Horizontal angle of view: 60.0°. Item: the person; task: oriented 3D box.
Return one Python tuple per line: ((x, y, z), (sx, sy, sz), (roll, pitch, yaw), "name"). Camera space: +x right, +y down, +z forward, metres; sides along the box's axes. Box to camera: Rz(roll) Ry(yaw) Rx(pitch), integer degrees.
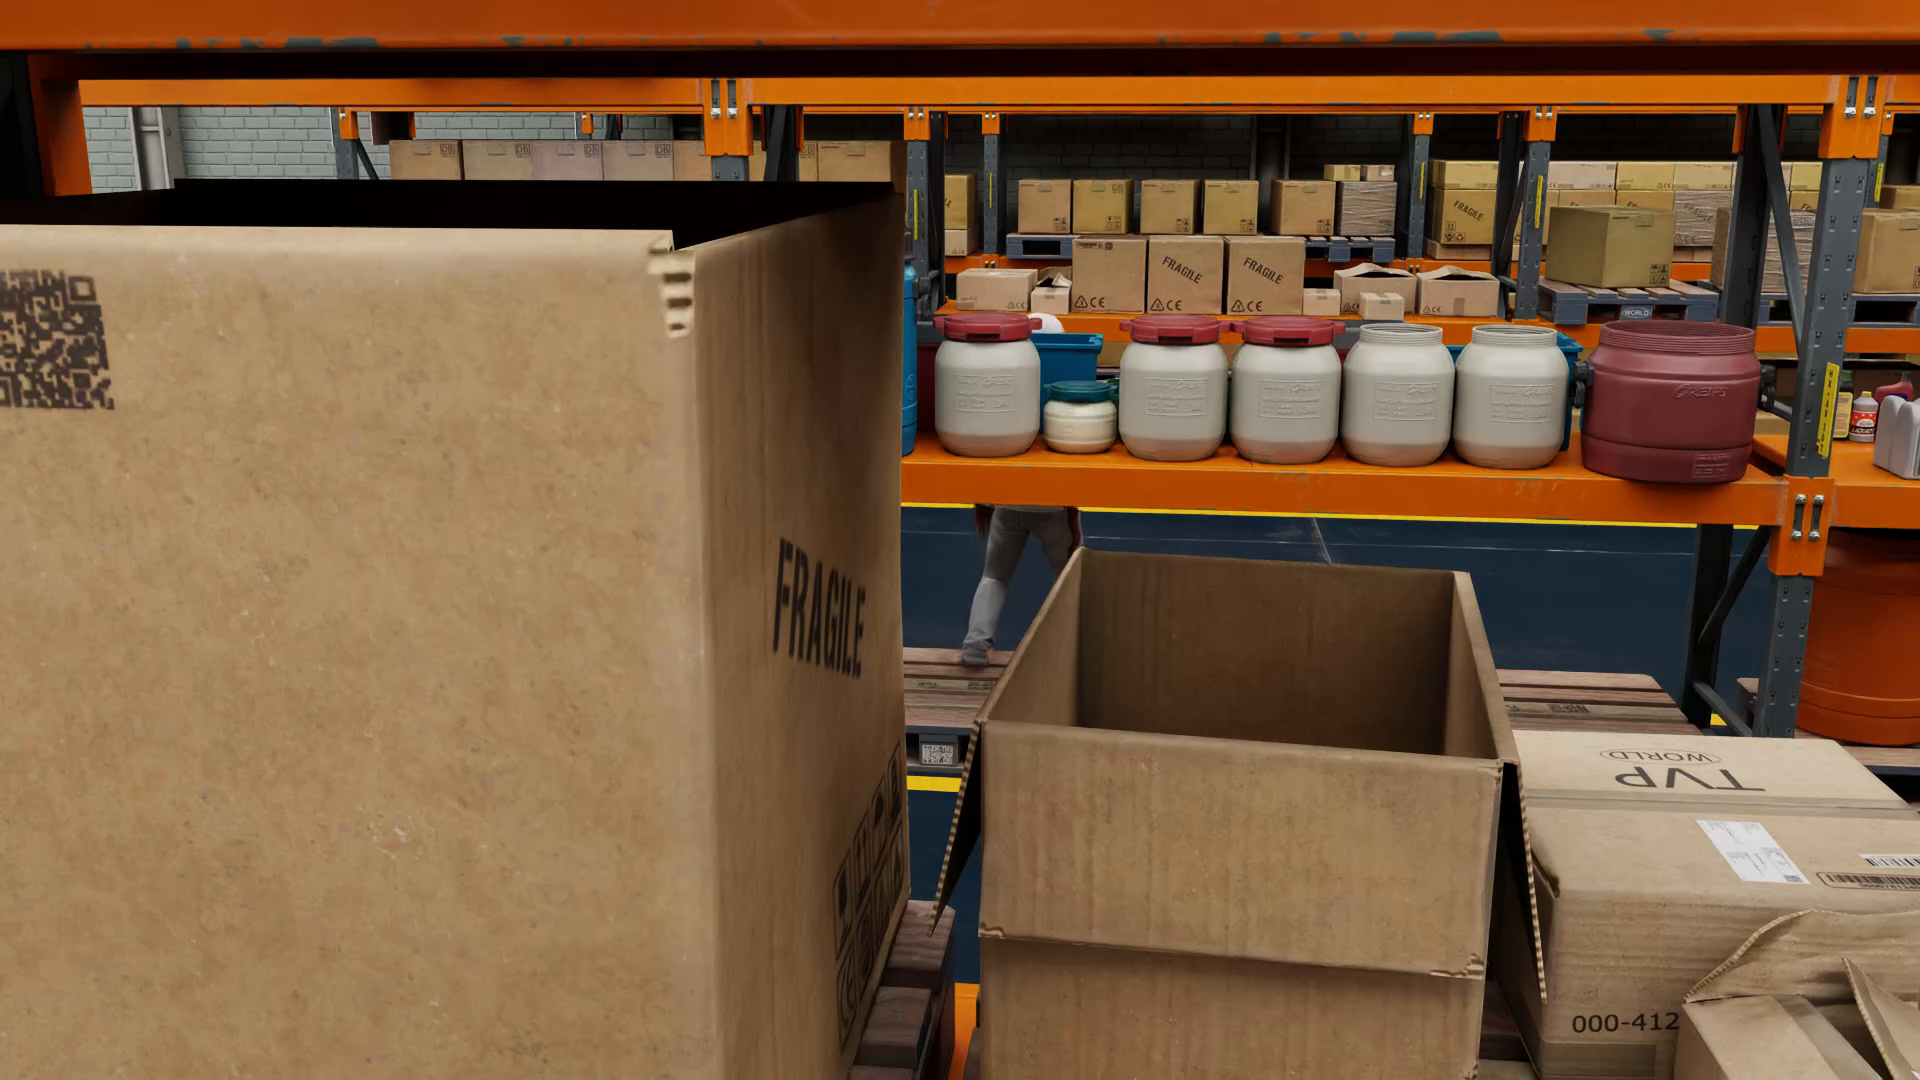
((0.310, -0.165, 7.622), (0.614, 1.744, 0.927), (8, 16, 30), "person")
